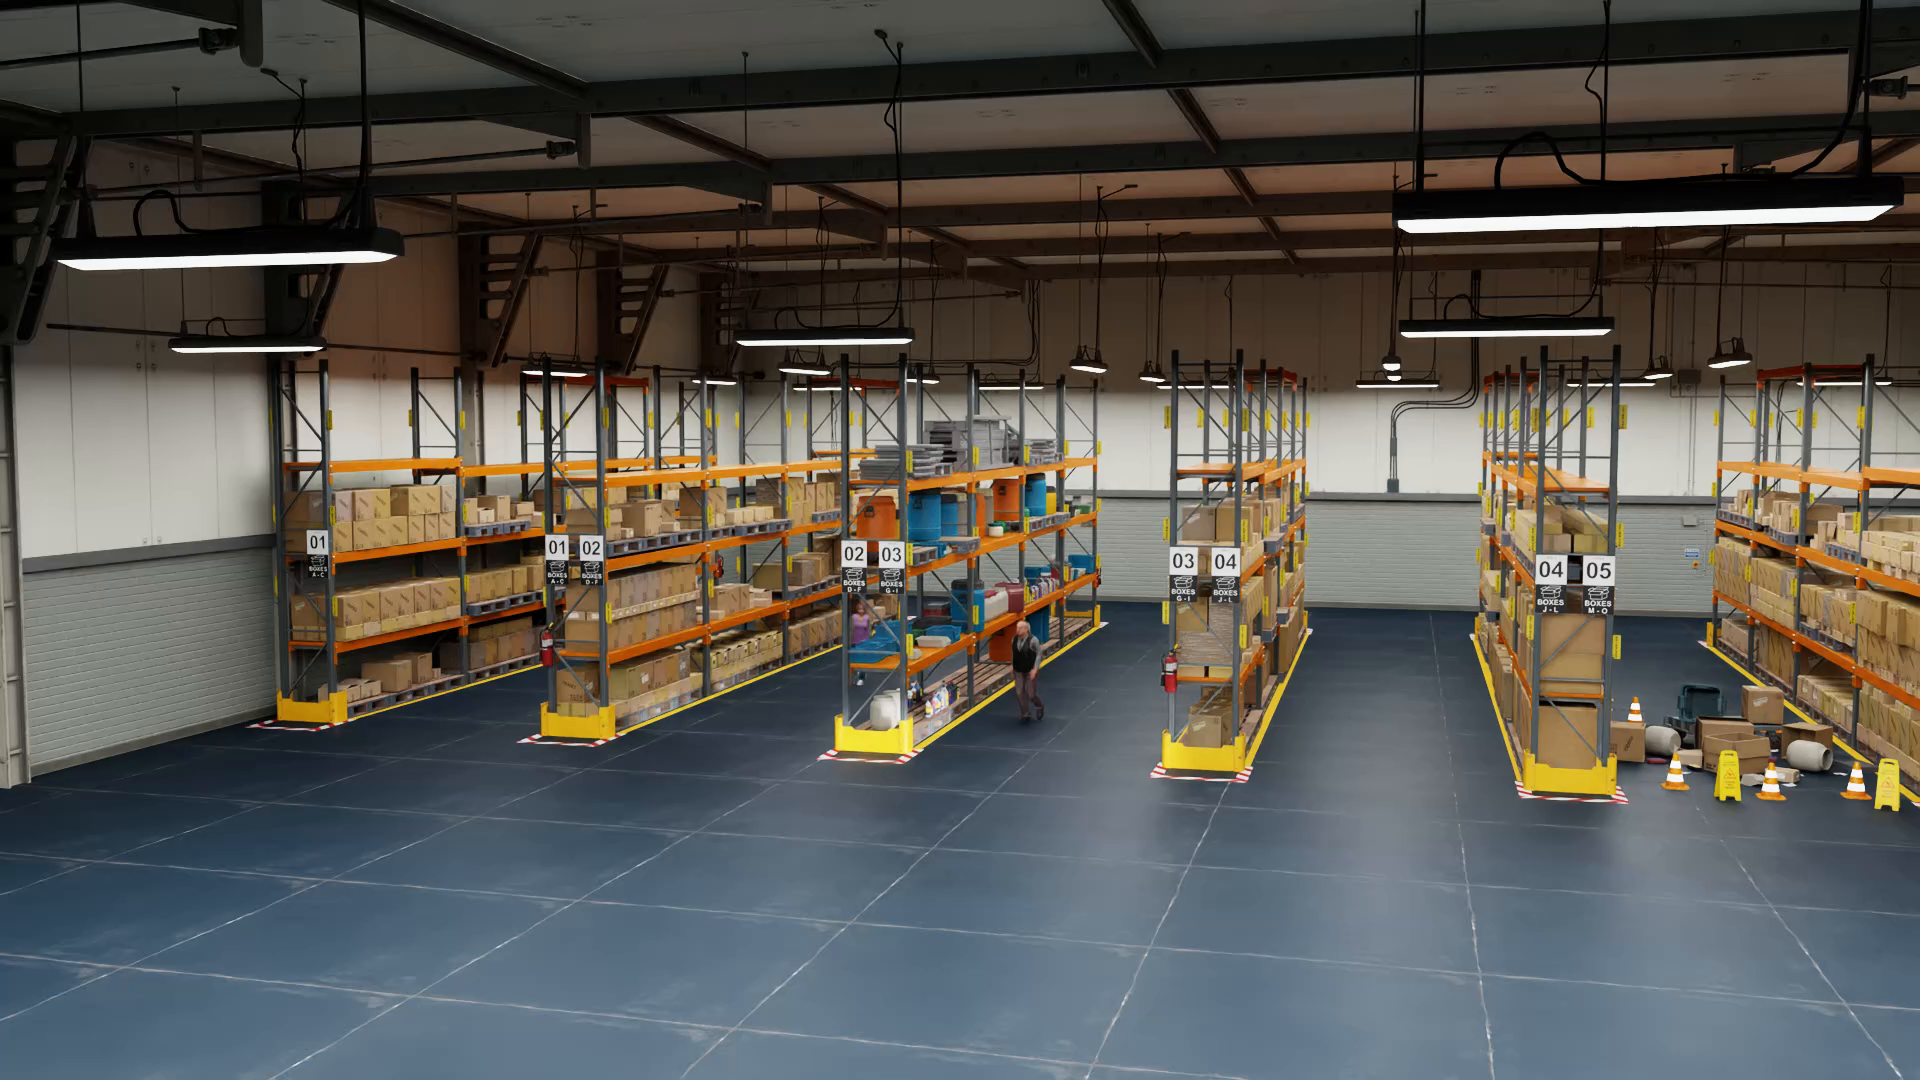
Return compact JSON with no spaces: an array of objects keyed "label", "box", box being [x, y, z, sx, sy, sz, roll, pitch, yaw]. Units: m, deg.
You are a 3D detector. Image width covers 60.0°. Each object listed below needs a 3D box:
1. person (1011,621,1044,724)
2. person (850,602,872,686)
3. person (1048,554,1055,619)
[{"label":"person","box":[1.144,2.176,27.601,0.600,1.702,0.617,2,5,31]},{"label":"person","box":[-1.882,1.946,31.570,0.418,1.526,0.942,1,4,9]},{"label":"person","box":[2.303,1.164,41.714,0.462,1.660,0.519,-1,4,-7]}]
